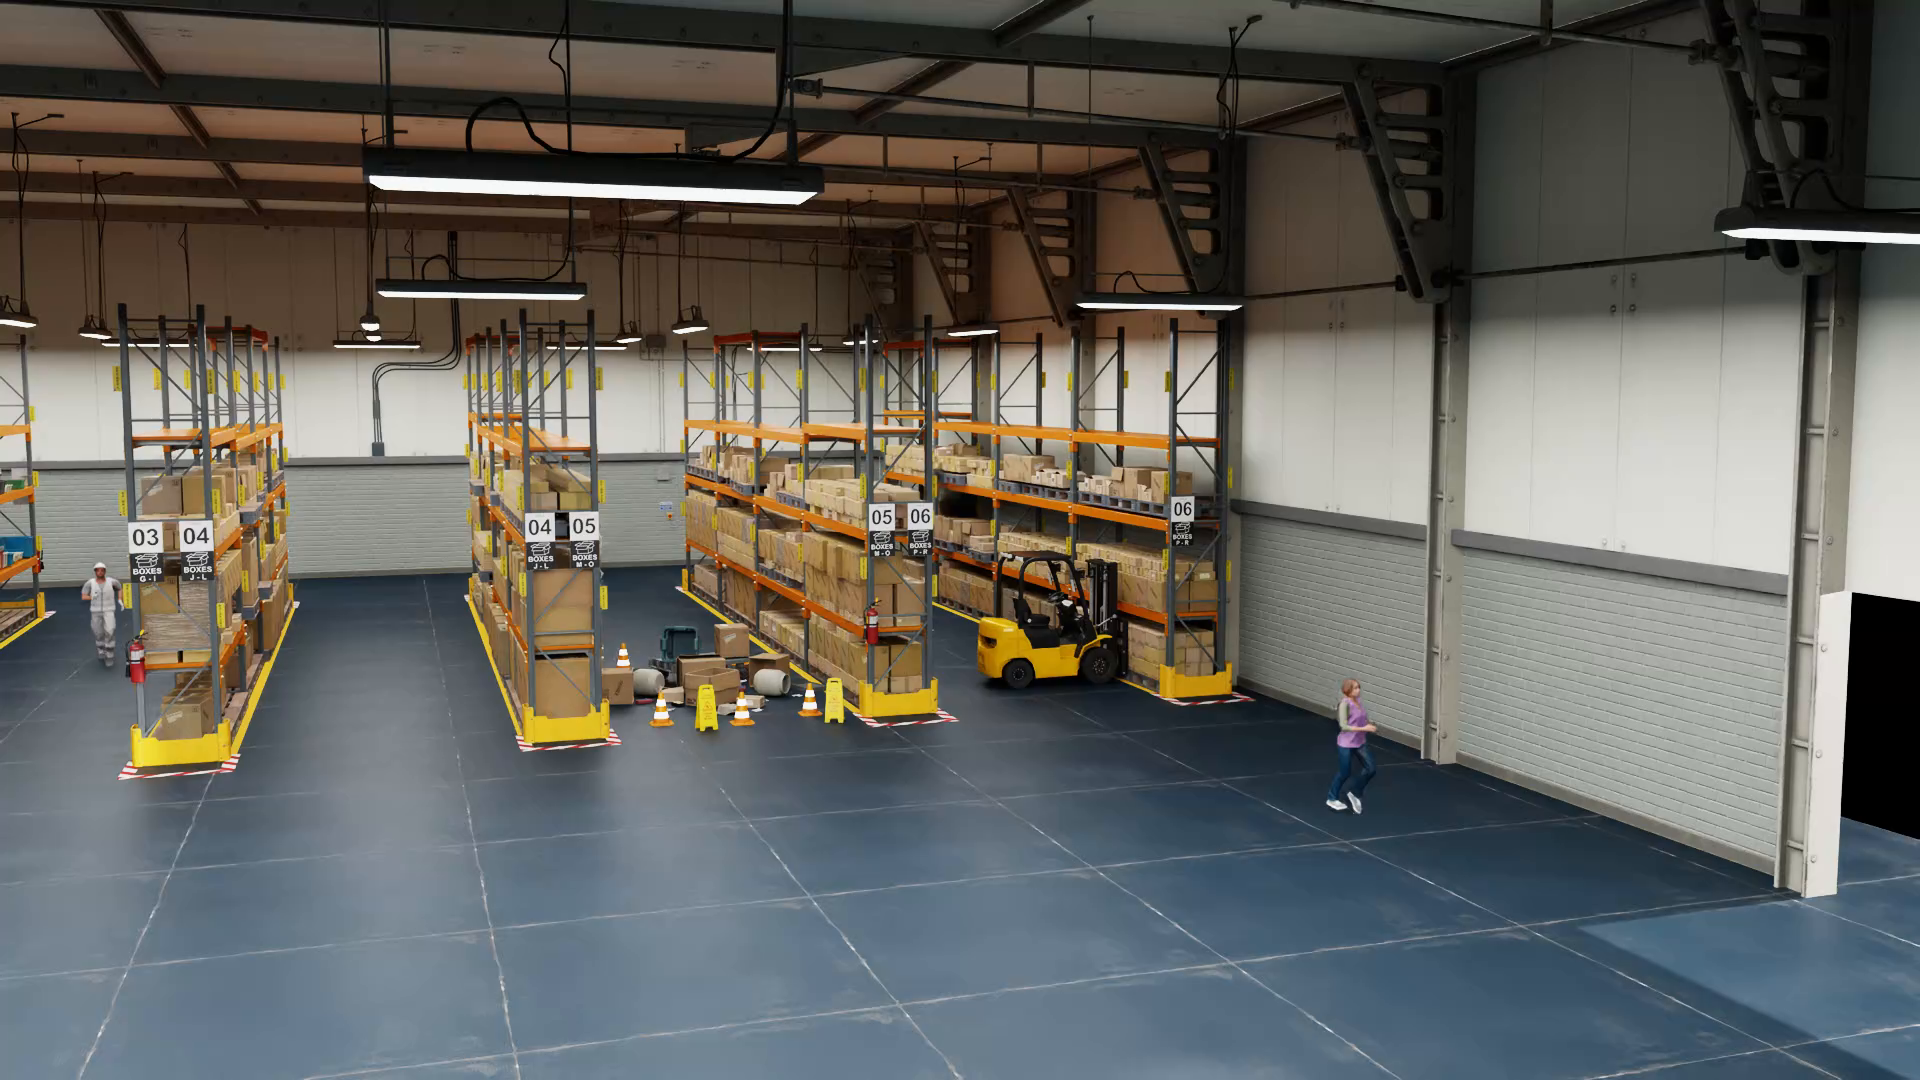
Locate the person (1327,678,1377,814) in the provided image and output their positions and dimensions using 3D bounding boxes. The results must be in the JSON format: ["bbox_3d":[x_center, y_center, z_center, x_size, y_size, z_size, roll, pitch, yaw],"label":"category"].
[{"bbox_3d":[4.546,2.383,19.227,0.509,1.591,0.657,-4,7,-38],"label":"person"}]

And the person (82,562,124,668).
[{"bbox_3d":[-15.175,1.313,29.454,0.642,1.845,0.799,-2,6,-22],"label":"person"}]
